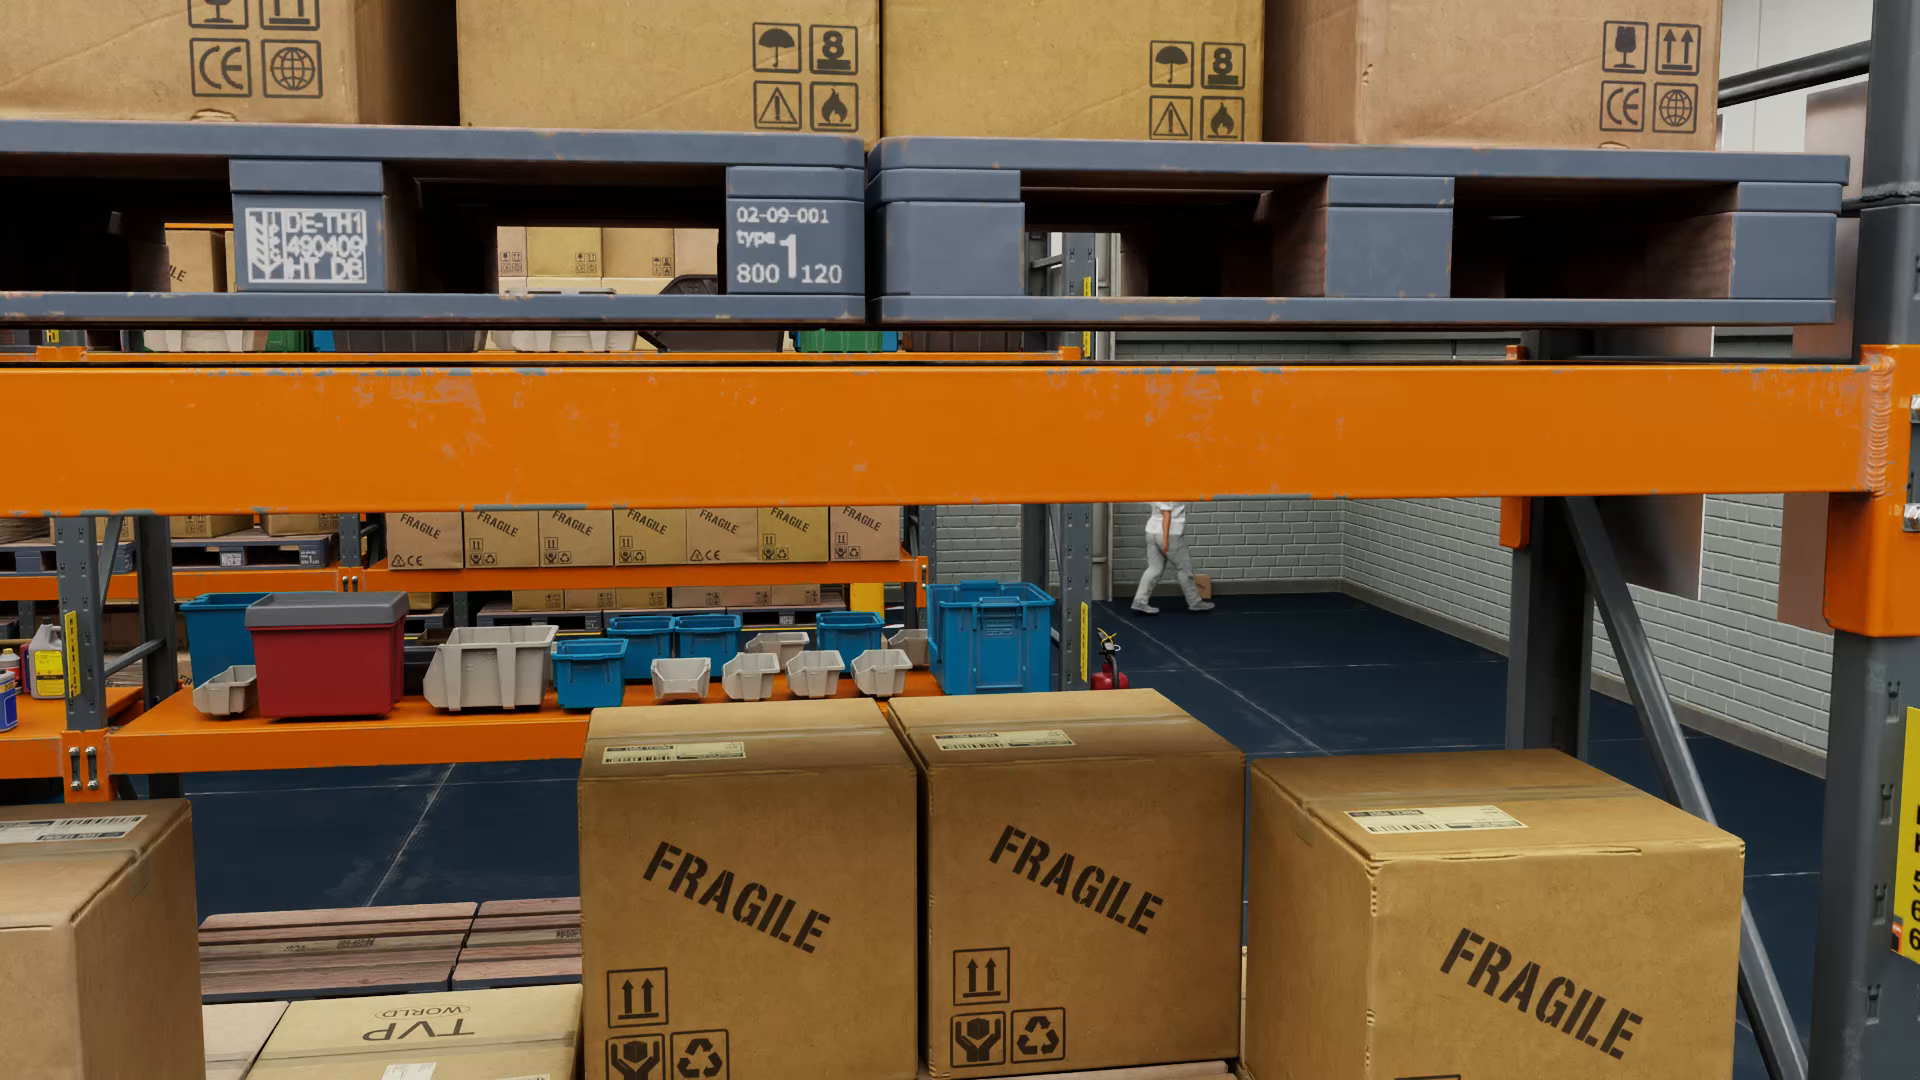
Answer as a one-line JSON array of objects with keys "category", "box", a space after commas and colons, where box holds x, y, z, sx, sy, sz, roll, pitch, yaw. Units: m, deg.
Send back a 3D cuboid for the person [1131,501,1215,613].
[{"category": "person", "box": [2.262, -0.041, 17.654, 0.930, 1.607, 0.560, -3, 7, -22]}]
